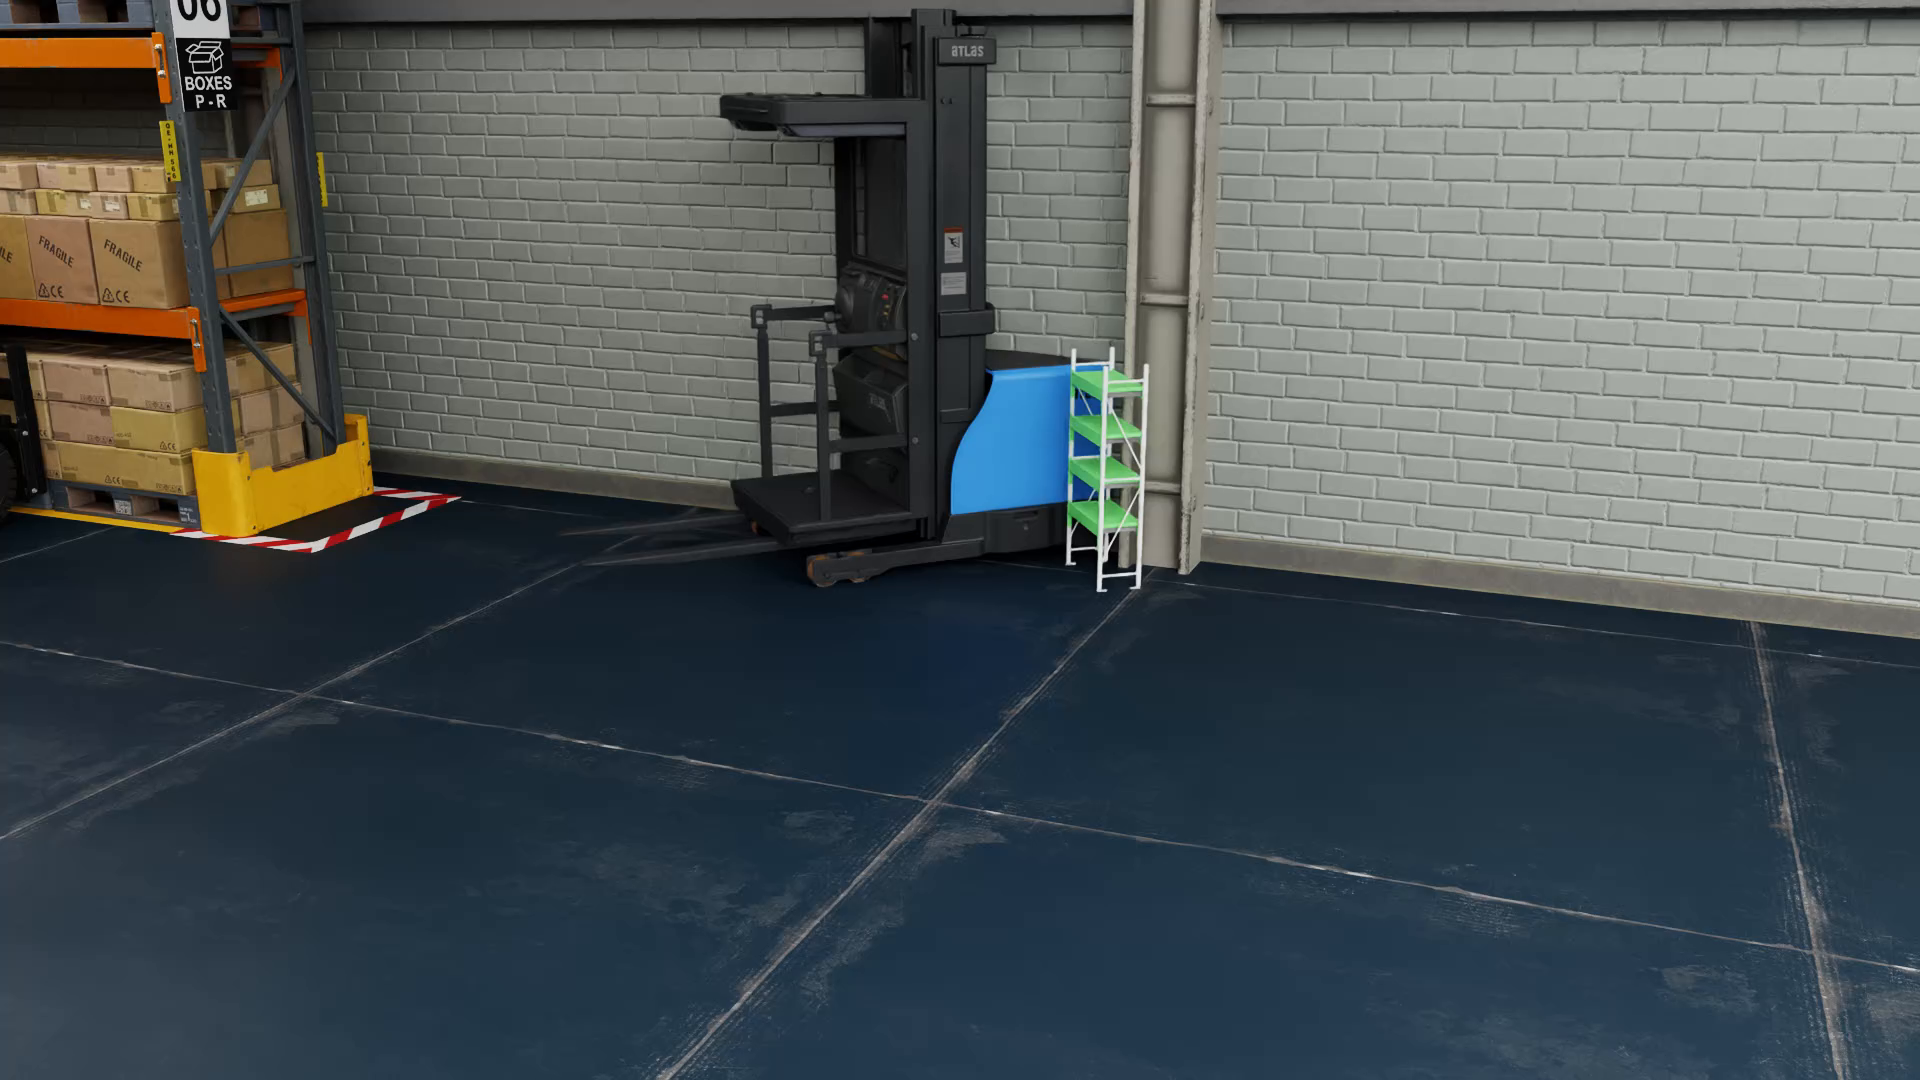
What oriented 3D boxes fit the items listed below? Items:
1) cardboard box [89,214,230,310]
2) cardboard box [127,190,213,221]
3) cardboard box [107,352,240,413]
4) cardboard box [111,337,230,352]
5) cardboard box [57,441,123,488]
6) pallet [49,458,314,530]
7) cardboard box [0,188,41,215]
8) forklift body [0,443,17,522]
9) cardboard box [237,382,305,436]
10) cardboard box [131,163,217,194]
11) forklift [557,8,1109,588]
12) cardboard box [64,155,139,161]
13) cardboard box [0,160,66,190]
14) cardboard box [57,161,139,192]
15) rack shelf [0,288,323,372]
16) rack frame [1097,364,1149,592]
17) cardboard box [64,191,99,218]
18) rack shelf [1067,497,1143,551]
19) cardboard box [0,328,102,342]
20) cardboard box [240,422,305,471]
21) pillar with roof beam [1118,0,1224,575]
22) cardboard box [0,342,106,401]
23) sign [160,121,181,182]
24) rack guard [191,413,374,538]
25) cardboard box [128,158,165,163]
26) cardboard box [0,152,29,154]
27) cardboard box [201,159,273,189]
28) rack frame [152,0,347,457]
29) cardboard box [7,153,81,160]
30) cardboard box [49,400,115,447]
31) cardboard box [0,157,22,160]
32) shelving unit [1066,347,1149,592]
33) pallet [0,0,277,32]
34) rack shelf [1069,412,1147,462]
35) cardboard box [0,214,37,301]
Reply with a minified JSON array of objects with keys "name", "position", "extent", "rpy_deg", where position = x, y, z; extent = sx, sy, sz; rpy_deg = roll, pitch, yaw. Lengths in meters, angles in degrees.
[{"name":"cardboard box","position":[-4.710,-1.651,9.802],"extent":[0.500,0.500,0.500],"rpy_deg":[6,17,19]},{"name":"cardboard box","position":[-4.581,-1.943,9.645],"extent":[0.250,0.149,0.380],"rpy_deg":[7,17,21]},{"name":"cardboard box","position":[-4.699,-0.949,9.947],"extent":[0.500,0.250,0.500],"rpy_deg":[7,18,22]},{"name":"cardboard box","position":[-5.000,-1.131,10.574],"extent":[0.500,0.250,0.500],"rpy_deg":[6,17,21]},{"name":"cardboard box","position":[-5.168,-0.522,10.269],"extent":[0.500,0.250,0.500],"rpy_deg":[6,17,21]},{"name":"pallet","position":[-4.883,-0.349,10.498],"extent":[1.213,0.211,1.003],"rpy_deg":[6,17,21]},{"name":"cardboard box","position":[-5.541,-2.048,10.004],"extent":[0.250,0.149,0.380],"rpy_deg":[6,17,19]},{"name":"forklift body","position":[-6.589,-0.934,9.034],"extent":[1.214,2.155,2.313],"rpy_deg":[6,17,21]},{"name":"cardboard box","position":[-4.517,-0.844,10.484],"extent":[0.500,0.250,0.500],"rpy_deg":[7,17,22]},{"name":"cardboard box","position":[-4.566,-2.105,9.670],"extent":[0.250,0.149,0.380],"rpy_deg":[6,17,21]},{"name":"forklift","position":[-0.671,-1.323,8.973],"extent":[3.031,2.935,1.130],"rpy_deg":[-7,18,-23]},{"name":"cardboard box","position":[-5.351,-2.322,10.415],"extent":[0.250,0.149,0.380],"rpy_deg":[7,18,22]},{"name":"cardboard box","position":[-5.548,-2.185,9.944],"extent":[0.250,0.149,0.380],"rpy_deg":[7,18,22]},{"name":"cardboard box","position":[-5.061,-2.142,9.797],"extent":[0.250,0.149,0.380],"rpy_deg":[7,17,22]},{"name":"rack shelf","position":[-6.016,-1.480,10.683],"extent":[4.000,0.370,1.077],"rpy_deg":[6,17,21]},{"name":"rack frame","position":[0.839,-0.311,8.591],"extent":[0.240,1.200,0.015],"rpy_deg":[-4,18,-15]},{"name":"cardboard box","position":[-5.049,-2.004,9.855],"extent":[0.250,0.149,0.380],"rpy_deg":[7,17,22]},{"name":"rack shelf","position":[0.772,-0.089,8.905],"extent":[0.258,0.148,0.480],"rpy_deg":[-4,18,-15]},{"name":"cardboard box","position":[-5.935,-1.239,10.947],"extent":[0.500,0.250,0.500],"rpy_deg":[6,17,20]},{"name":"cardboard box","position":[-4.541,-0.603,10.550],"extent":[0.500,0.250,0.500],"rpy_deg":[6,17,21]},{"name":"pillar with roof beam","position":[-0.471,-3.077,4.131],"extent":[0.400,9.000,9.100],"rpy_deg":[6,17,21]},{"name":"cardboard box","position":[-5.649,-1.048,10.290],"extent":[0.500,0.250,0.500],"rpy_deg":[7,17,21]},{"name":"sign","position":[-4.368,-2.152,9.203],"extent":[0.005,0.325,0.100],"rpy_deg":[6,17,21]},{"name":"rack guard","position":[-4.134,-0.418,10.218],"extent":[0.348,0.500,1.175],"rpy_deg":[6,17,21]},{"name":"cardboard box","position":[-4.872,-2.272,10.244],"extent":[0.250,0.149,0.380],"rpy_deg":[7,17,22]},{"name":"cardboard box","position":[-6.290,-2.439,10.818],"extent":[0.250,0.149,0.380],"rpy_deg":[6,17,20]},{"name":"cardboard box","position":[-4.390,-2.213,10.041],"extent":[0.250,0.149,0.380],"rpy_deg":[6,17,20]},{"name":"rack frame","position":[-4.156,-1.621,9.878],"extent":[0.127,3.000,1.000],"rpy_deg":[6,17,21]},{"name":"cardboard box","position":[-5.818,-2.379,10.611],"extent":[0.250,0.149,0.380],"rpy_deg":[6,17,21]},{"name":"cardboard box","position":[-5.186,-0.765,10.211],"extent":[0.500,0.250,0.500],"rpy_deg":[6,17,20]},{"name":"cardboard box","position":[-5.996,-2.261,10.205],"extent":[0.250,0.149,0.380],"rpy_deg":[7,17,21]},{"name":"shelving unit","position":[0.773,-0.380,8.816],"extent":[0.258,1.200,0.503],"rpy_deg":[-4,18,-15]},{"name":"pallet","position":[-4.804,-3.098,9.744],"extent":[1.213,0.211,1.003],"rpy_deg":[6,17,21]},{"name":"rack shelf","position":[0.774,-0.548,8.764],"extent":[0.258,0.148,0.480],"rpy_deg":[-4,18,-15]},{"name":"cardboard box","position":[-5.666,-1.759,10.174],"extent":[0.500,0.500,0.500],"rpy_deg":[6,17,20]}]
